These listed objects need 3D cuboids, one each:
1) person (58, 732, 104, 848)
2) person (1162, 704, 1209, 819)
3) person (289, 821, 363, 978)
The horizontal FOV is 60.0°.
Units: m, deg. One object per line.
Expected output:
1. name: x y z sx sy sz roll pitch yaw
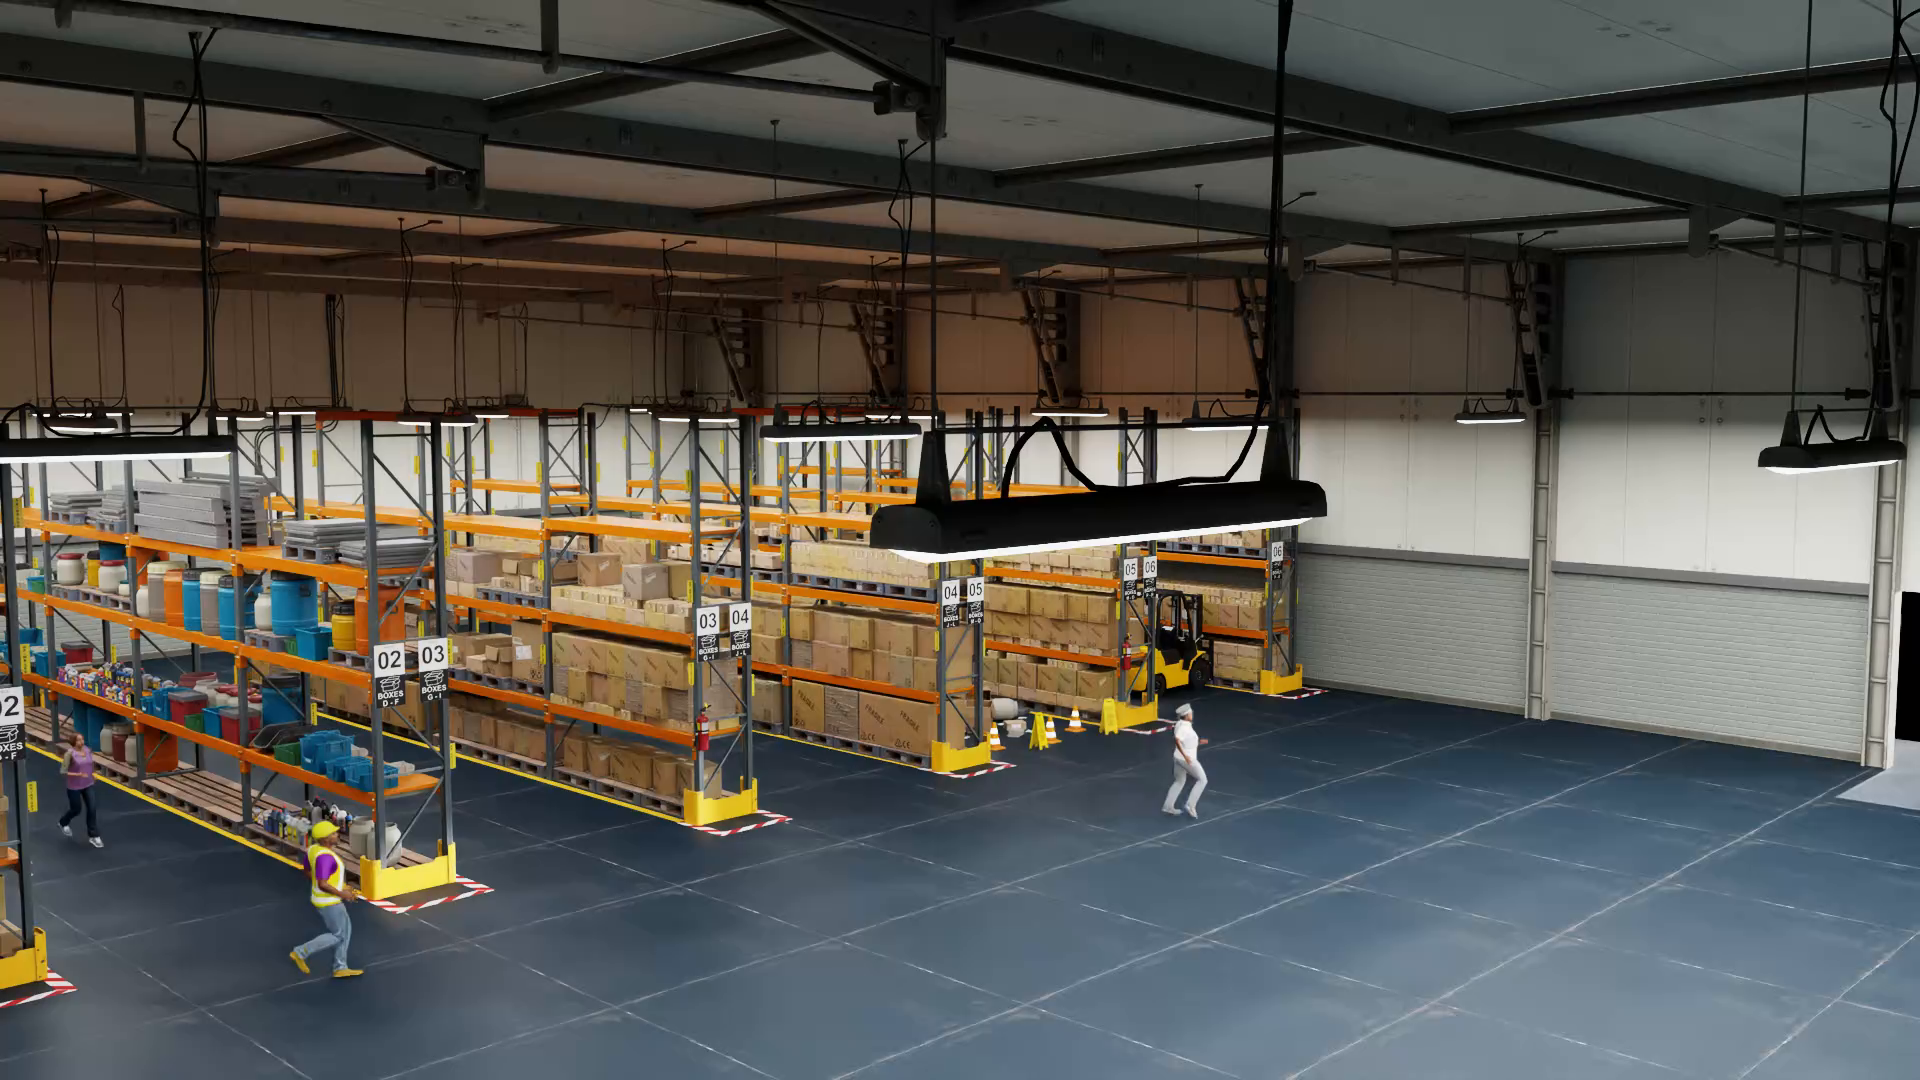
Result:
1. person: -12.309 3.469 23.244 0.851 1.605 0.538 3 6 31
2. person: 3.380 3.299 24.789 0.713 1.731 0.542 -1 5 -15
3. person: -6.858 3.888 17.918 0.749 1.737 0.677 -3 6 -29
